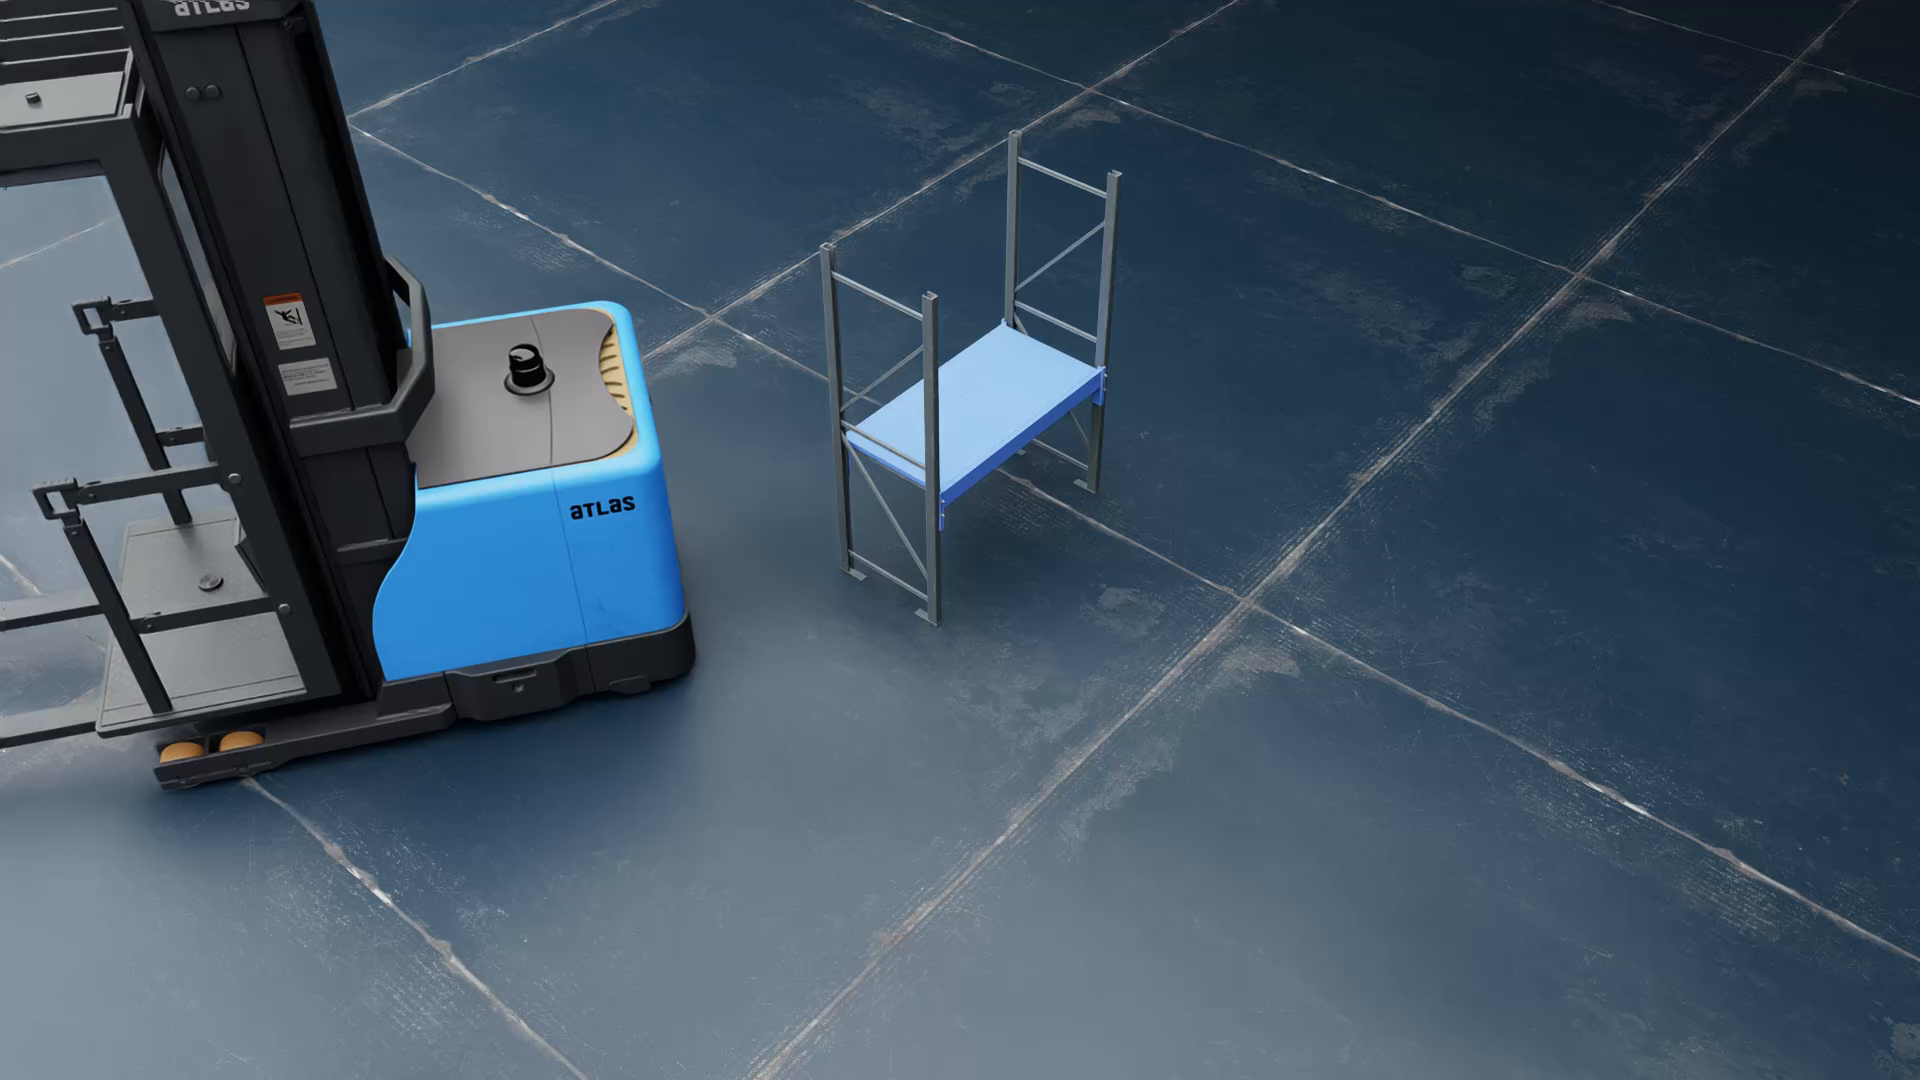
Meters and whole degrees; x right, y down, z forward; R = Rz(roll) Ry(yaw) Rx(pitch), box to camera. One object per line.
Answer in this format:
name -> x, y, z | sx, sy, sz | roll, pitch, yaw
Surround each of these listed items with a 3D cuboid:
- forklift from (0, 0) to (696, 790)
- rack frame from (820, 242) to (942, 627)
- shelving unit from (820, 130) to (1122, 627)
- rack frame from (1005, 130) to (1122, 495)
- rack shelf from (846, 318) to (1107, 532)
forklift -> -2.554, -0.616, 5.249 | 3.031, 2.935, 1.130 | -10, 43, -11
rack frame -> -0.272, -0.337, 6.006 | 0.500, 1.500, 0.032 | 29, 50, 28
shelving unit -> 0.055, -0.599, 6.294 | 0.538, 1.500, 1.048 | 29, 50, 28
rack frame -> 0.382, -0.861, 6.582 | 0.500, 1.500, 0.032 | 29, 50, 28
rack shelf -> 0.055, -0.466, 6.415 | 0.538, 0.185, 1.000 | 29, 50, 28
